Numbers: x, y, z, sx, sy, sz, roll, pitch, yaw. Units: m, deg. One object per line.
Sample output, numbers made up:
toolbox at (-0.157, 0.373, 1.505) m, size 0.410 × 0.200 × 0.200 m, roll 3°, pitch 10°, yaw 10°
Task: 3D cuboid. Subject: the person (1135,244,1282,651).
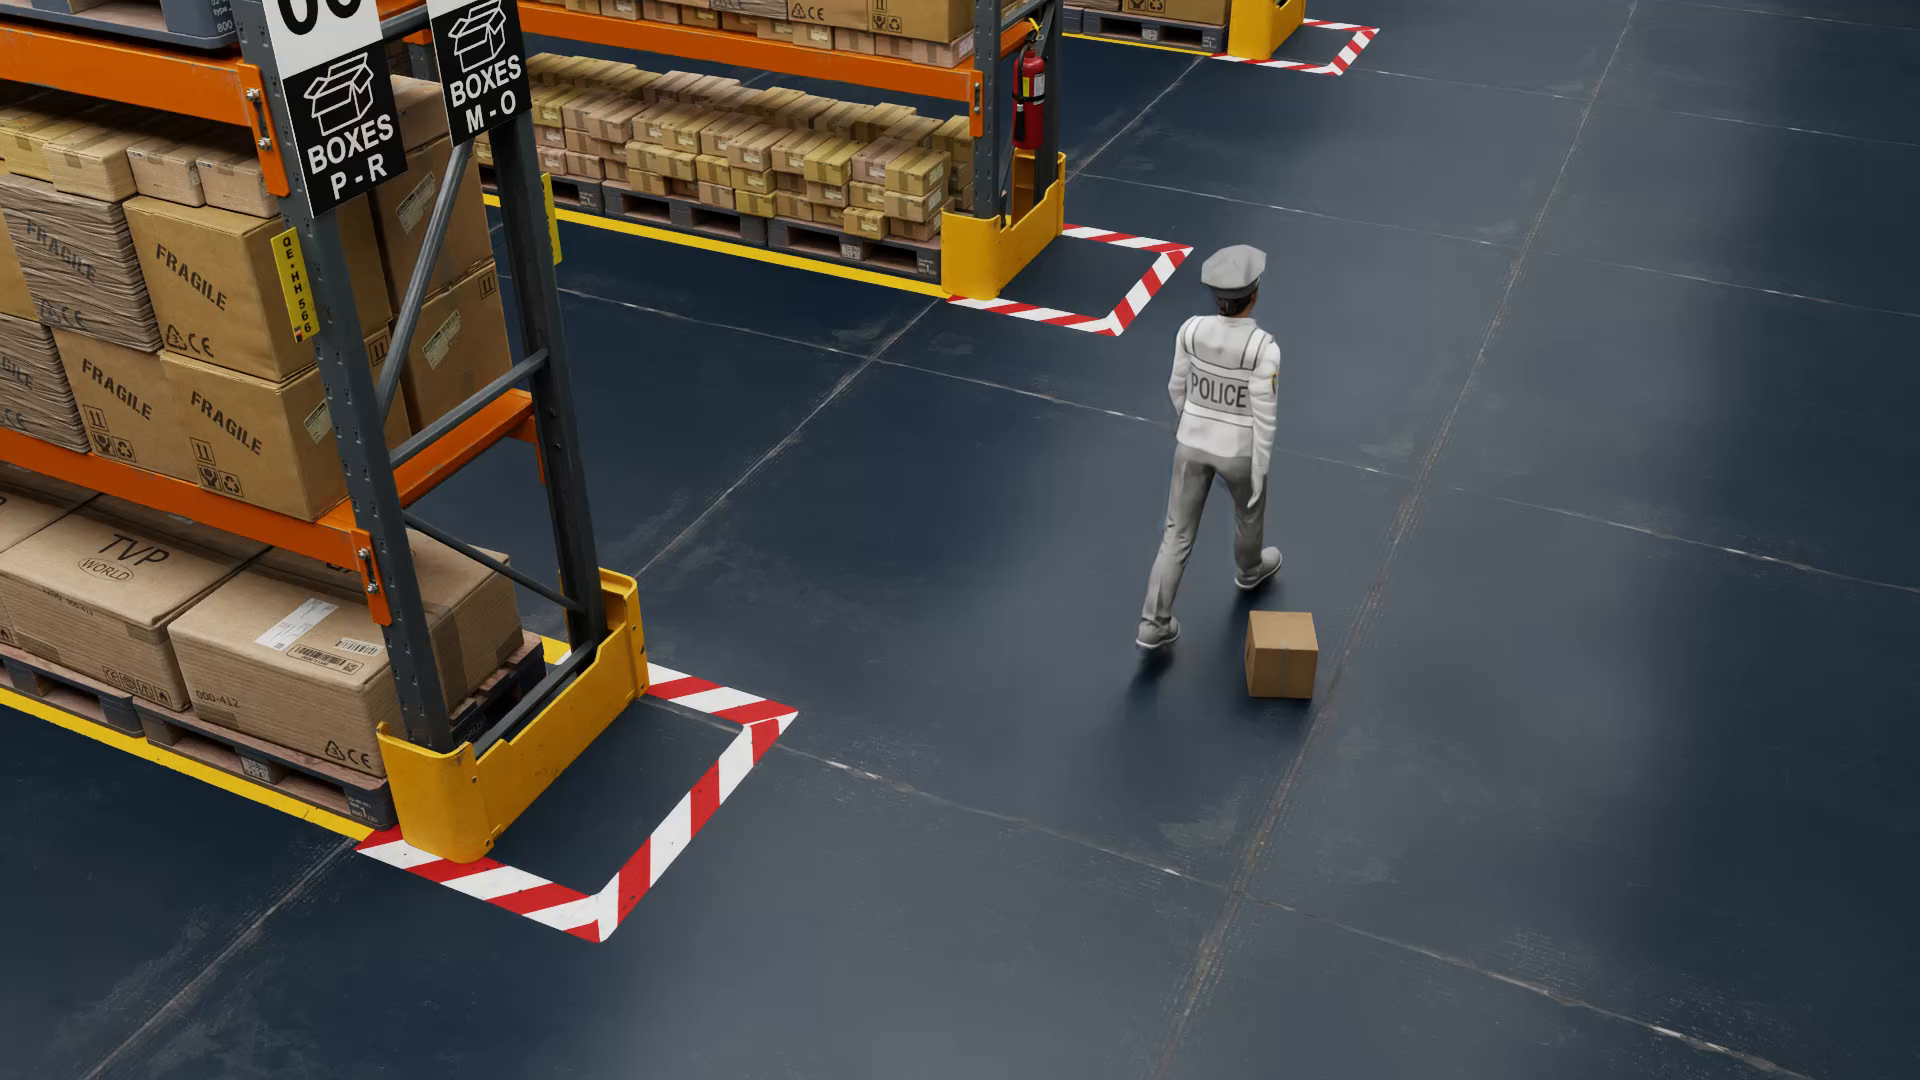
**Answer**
person at (1.040, -0.379, 6.683) m, size 0.487 × 1.631 × 0.988 m, roll 16°, pitch 37°, yaw 22°
